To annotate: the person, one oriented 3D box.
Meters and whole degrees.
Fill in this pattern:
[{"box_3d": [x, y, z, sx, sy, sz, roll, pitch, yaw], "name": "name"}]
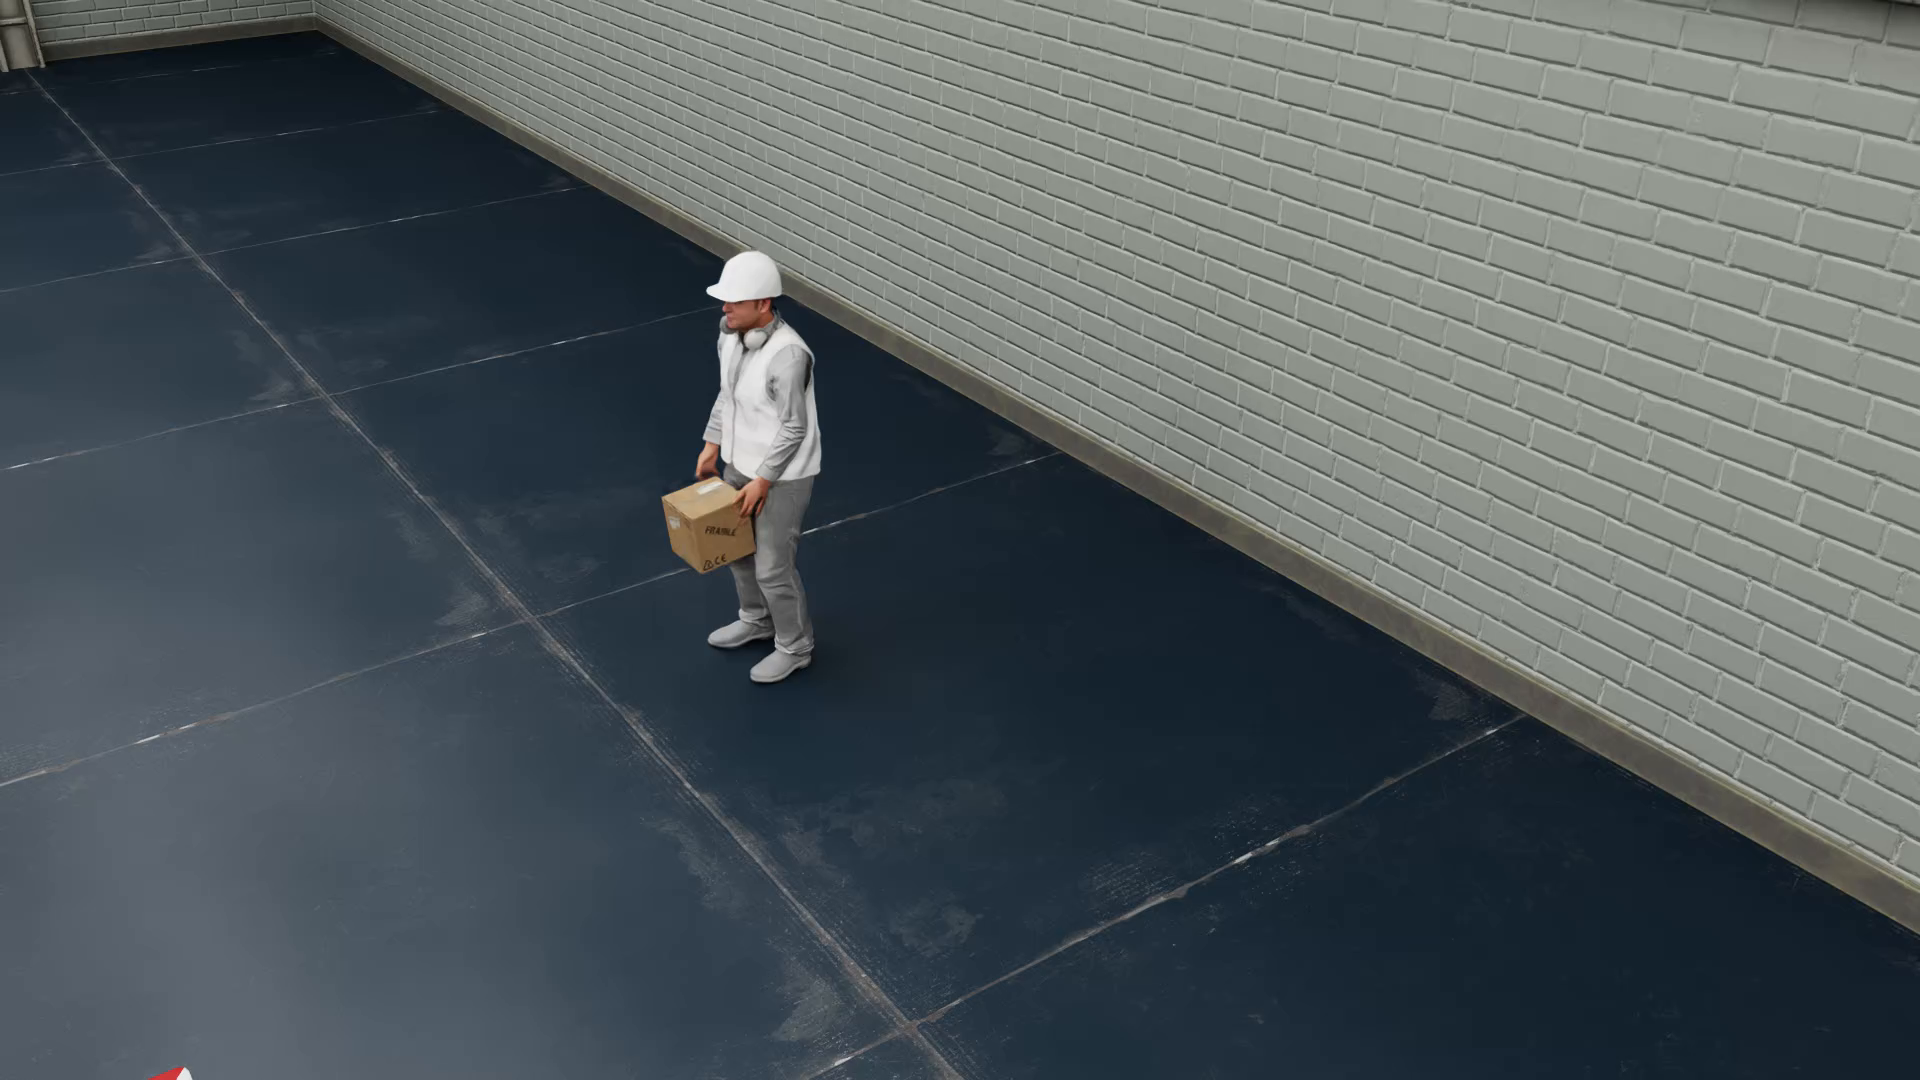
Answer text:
[{"box_3d": [-0.787, -0.295, 6.634, 0.446, 1.779, 0.551, -19, 34, -32], "name": "person"}]
